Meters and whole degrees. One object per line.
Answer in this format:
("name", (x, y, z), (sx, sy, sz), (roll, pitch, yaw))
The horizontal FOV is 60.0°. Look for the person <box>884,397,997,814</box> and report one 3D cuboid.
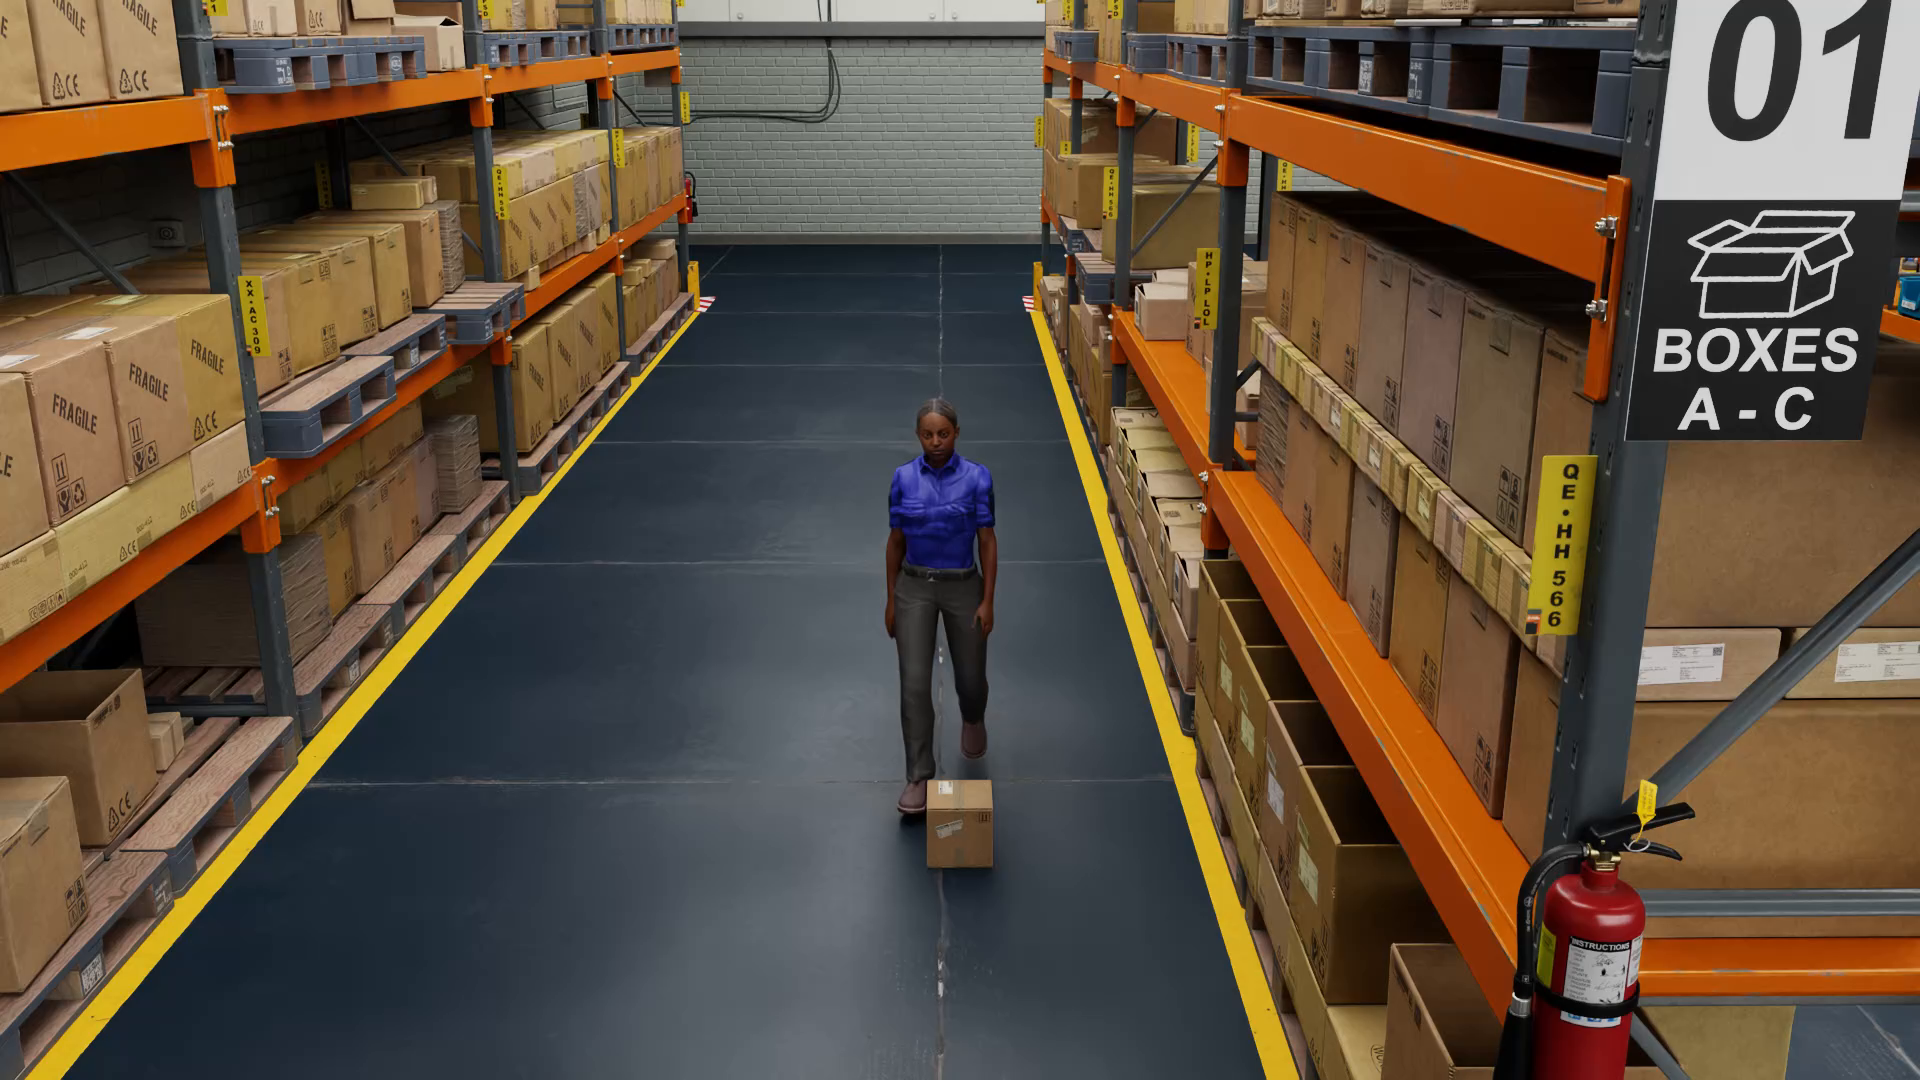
("person", (-0.082, 0.233, 6.768), (0.463, 1.624, 0.781), (1, 17, 4))
